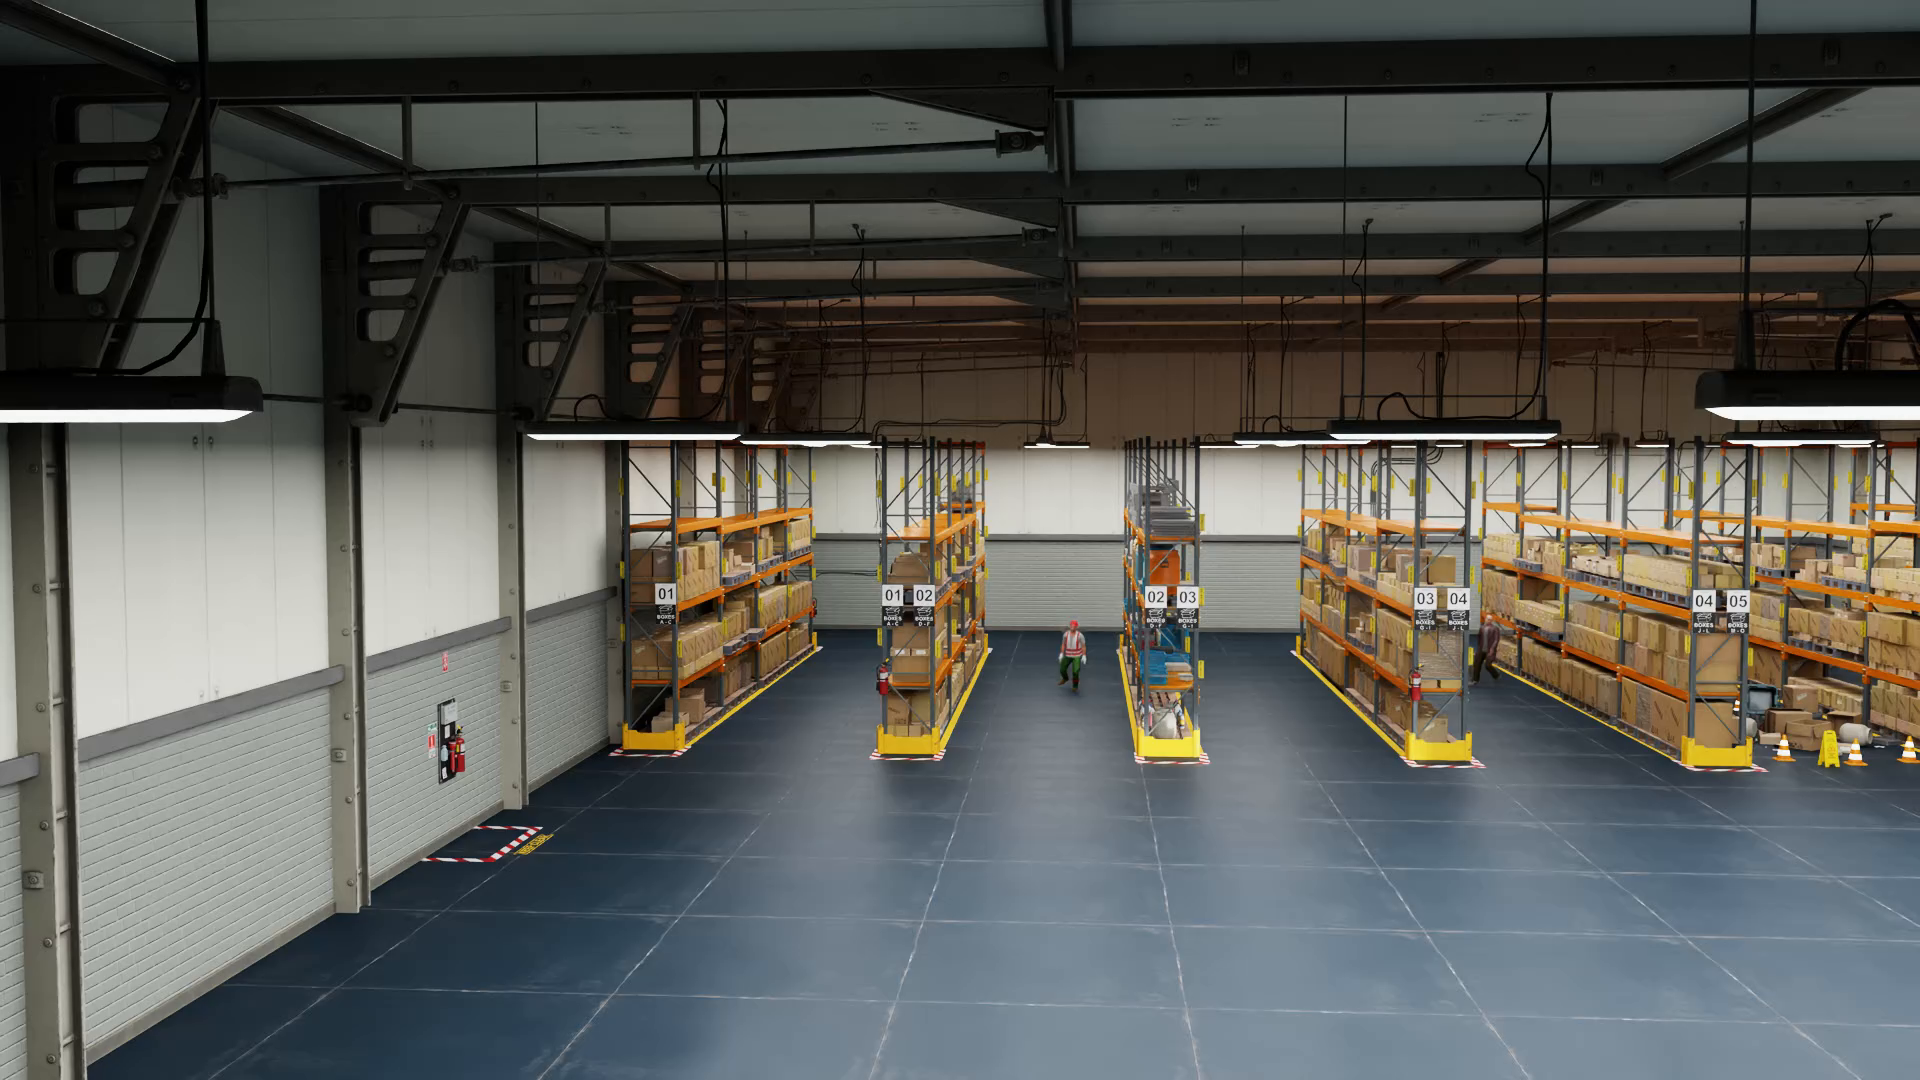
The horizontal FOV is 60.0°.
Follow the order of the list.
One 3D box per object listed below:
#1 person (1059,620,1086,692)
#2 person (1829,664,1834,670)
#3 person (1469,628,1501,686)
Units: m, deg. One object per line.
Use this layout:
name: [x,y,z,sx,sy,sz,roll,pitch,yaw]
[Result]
person: [2.661,2.738,39.587,0.784,1.711,0.704,1,3,21]
person: [22.218,2.563,42.993,0.699,1.707,0.931,-1,3,-15]
person: [12.804,2.814,40.453,0.666,1.500,0.598,3,4,44]
